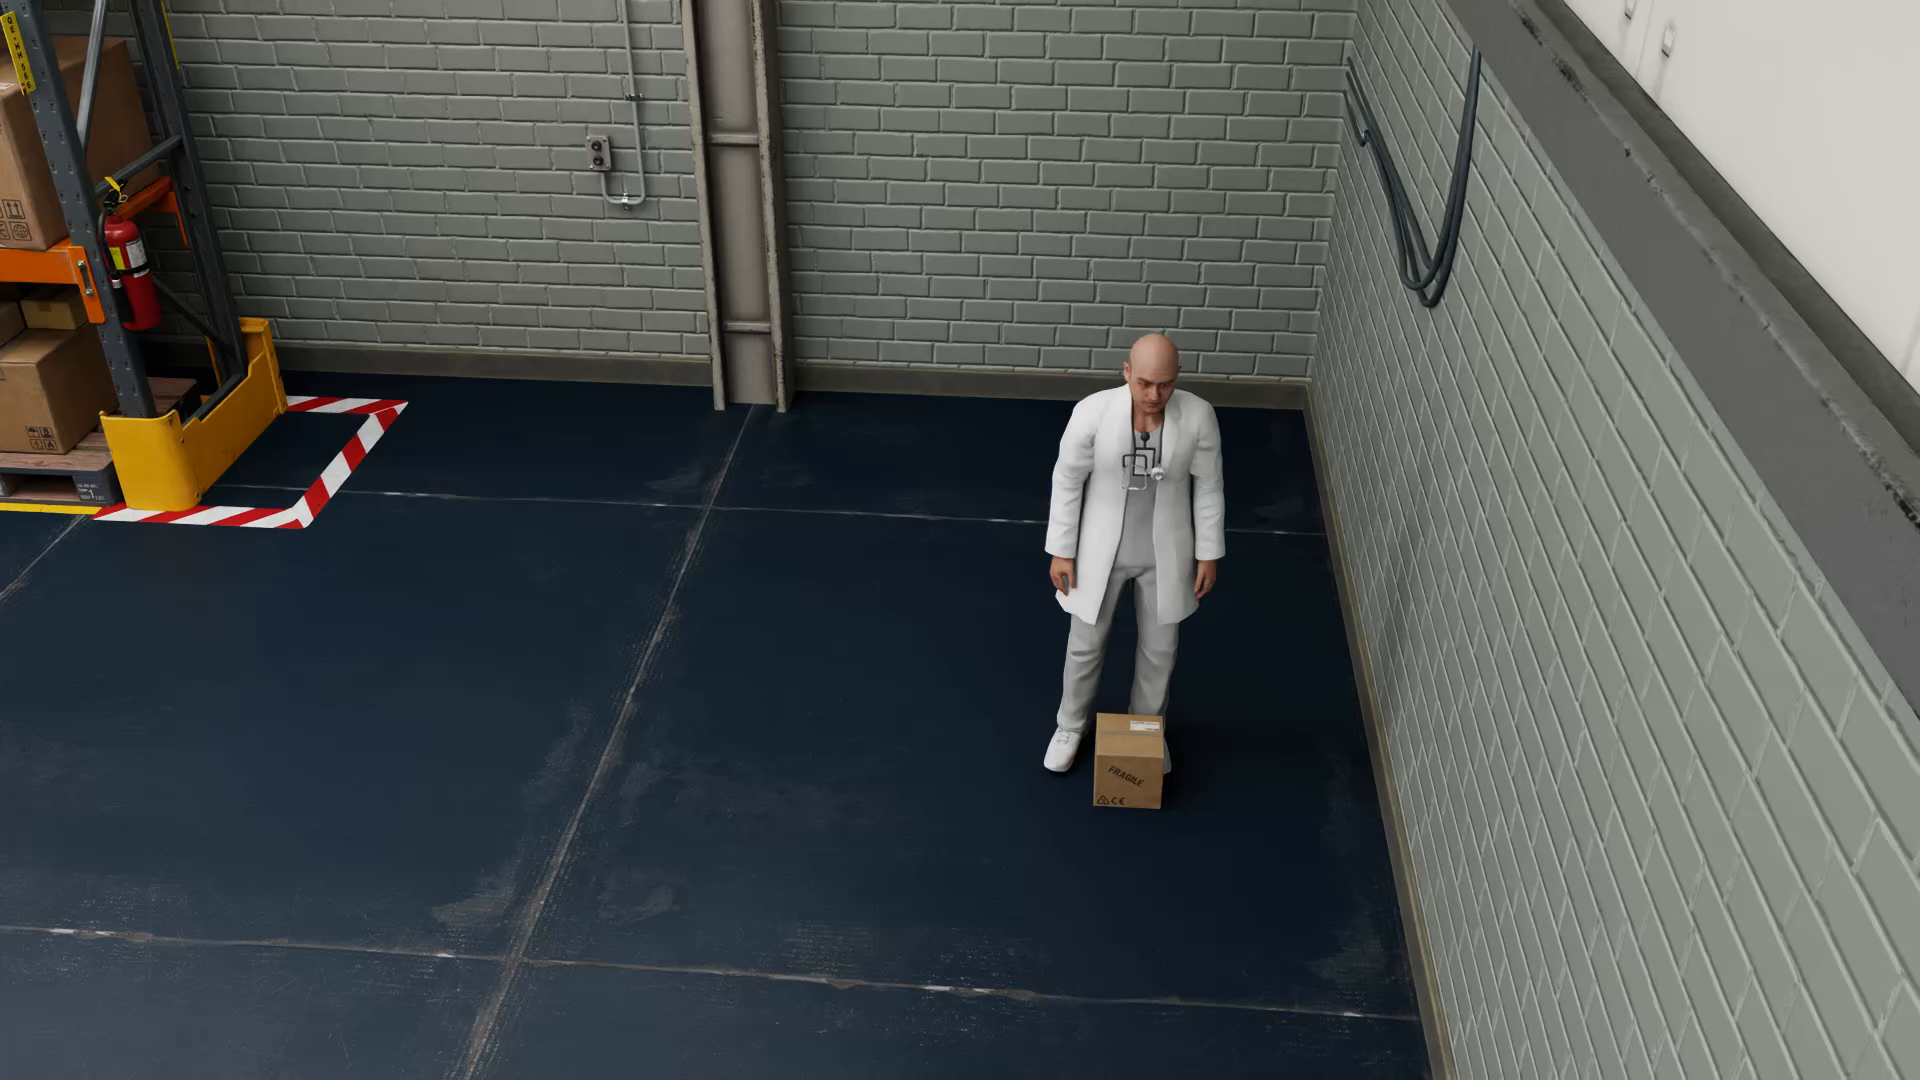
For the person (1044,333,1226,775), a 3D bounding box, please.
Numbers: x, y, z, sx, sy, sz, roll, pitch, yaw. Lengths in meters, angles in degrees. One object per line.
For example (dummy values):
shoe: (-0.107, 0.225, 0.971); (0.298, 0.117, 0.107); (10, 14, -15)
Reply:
person: (0.636, 0.054, 6.061); (0.655, 1.775, 0.422); (1, 32, 2)
